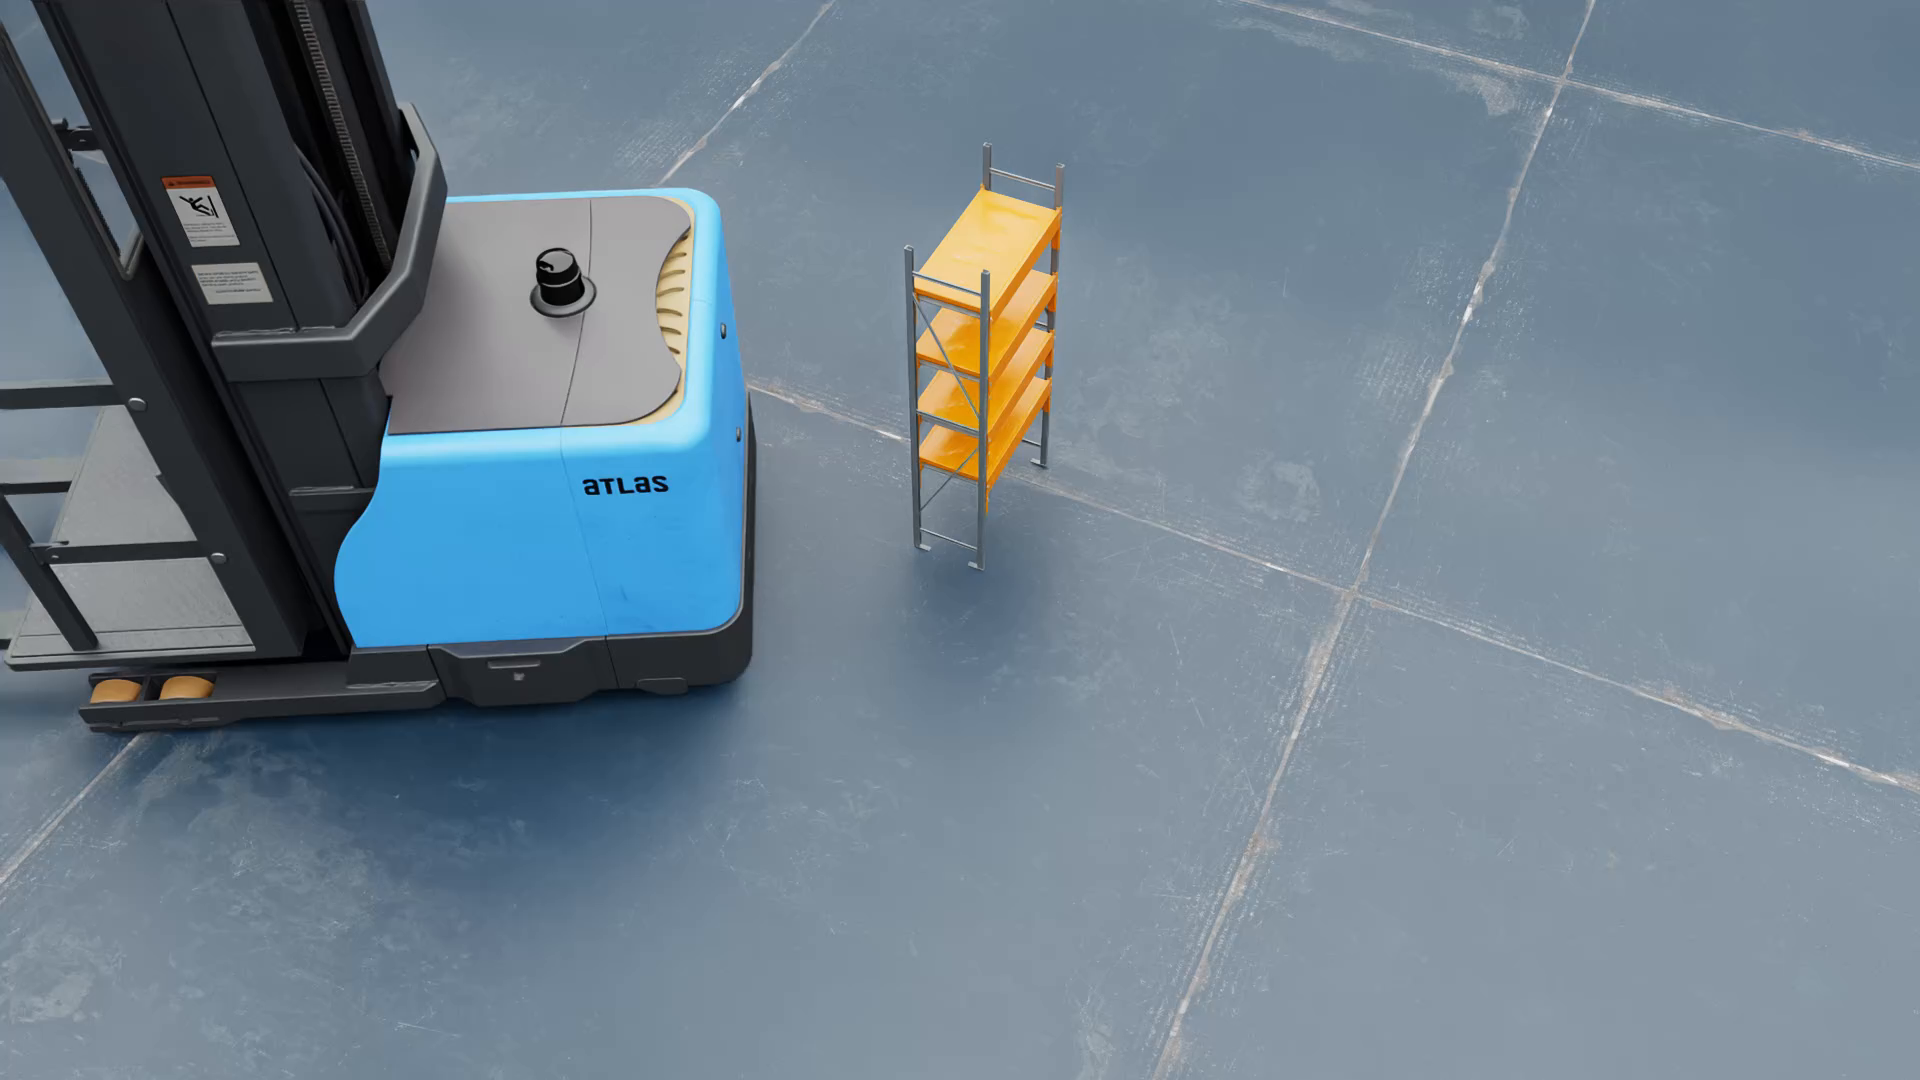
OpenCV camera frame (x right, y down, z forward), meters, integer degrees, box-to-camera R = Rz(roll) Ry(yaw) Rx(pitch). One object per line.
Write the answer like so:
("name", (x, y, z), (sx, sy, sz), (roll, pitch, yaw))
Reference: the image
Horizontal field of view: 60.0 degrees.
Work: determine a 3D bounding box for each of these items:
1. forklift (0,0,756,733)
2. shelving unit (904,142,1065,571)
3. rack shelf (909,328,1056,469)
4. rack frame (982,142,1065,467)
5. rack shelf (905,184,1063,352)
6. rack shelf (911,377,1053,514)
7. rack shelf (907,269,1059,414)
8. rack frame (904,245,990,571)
("forklift", (-2.149, -0.818, 4.021), (3.031, 2.935, 1.130), (-3, 50, -2))
("shelving unit", (0.071, -0.503, 4.890), (0.258, 1.200, 0.503), (20, 52, 16))
("rack shelf", (0.071, -0.459, 4.941), (0.258, 0.148, 0.480), (20, 52, 16))
("rack frame", (0.175, -0.671, 5.033), (0.240, 1.200, 0.015), (20, 52, 16))
("rack shelf", (0.071, -0.757, 4.591), (0.258, 0.148, 0.480), (20, 52, 16))
("rack shelf", (0.071, -0.331, 5.092), (0.258, 0.148, 0.480), (20, 52, 16))
("rack shelf", (0.071, -0.604, 4.771), (0.258, 0.148, 0.480), (20, 52, 16))
("rack frame", (-0.034, -0.335, 4.747), (0.240, 1.200, 0.015), (20, 52, 16))
